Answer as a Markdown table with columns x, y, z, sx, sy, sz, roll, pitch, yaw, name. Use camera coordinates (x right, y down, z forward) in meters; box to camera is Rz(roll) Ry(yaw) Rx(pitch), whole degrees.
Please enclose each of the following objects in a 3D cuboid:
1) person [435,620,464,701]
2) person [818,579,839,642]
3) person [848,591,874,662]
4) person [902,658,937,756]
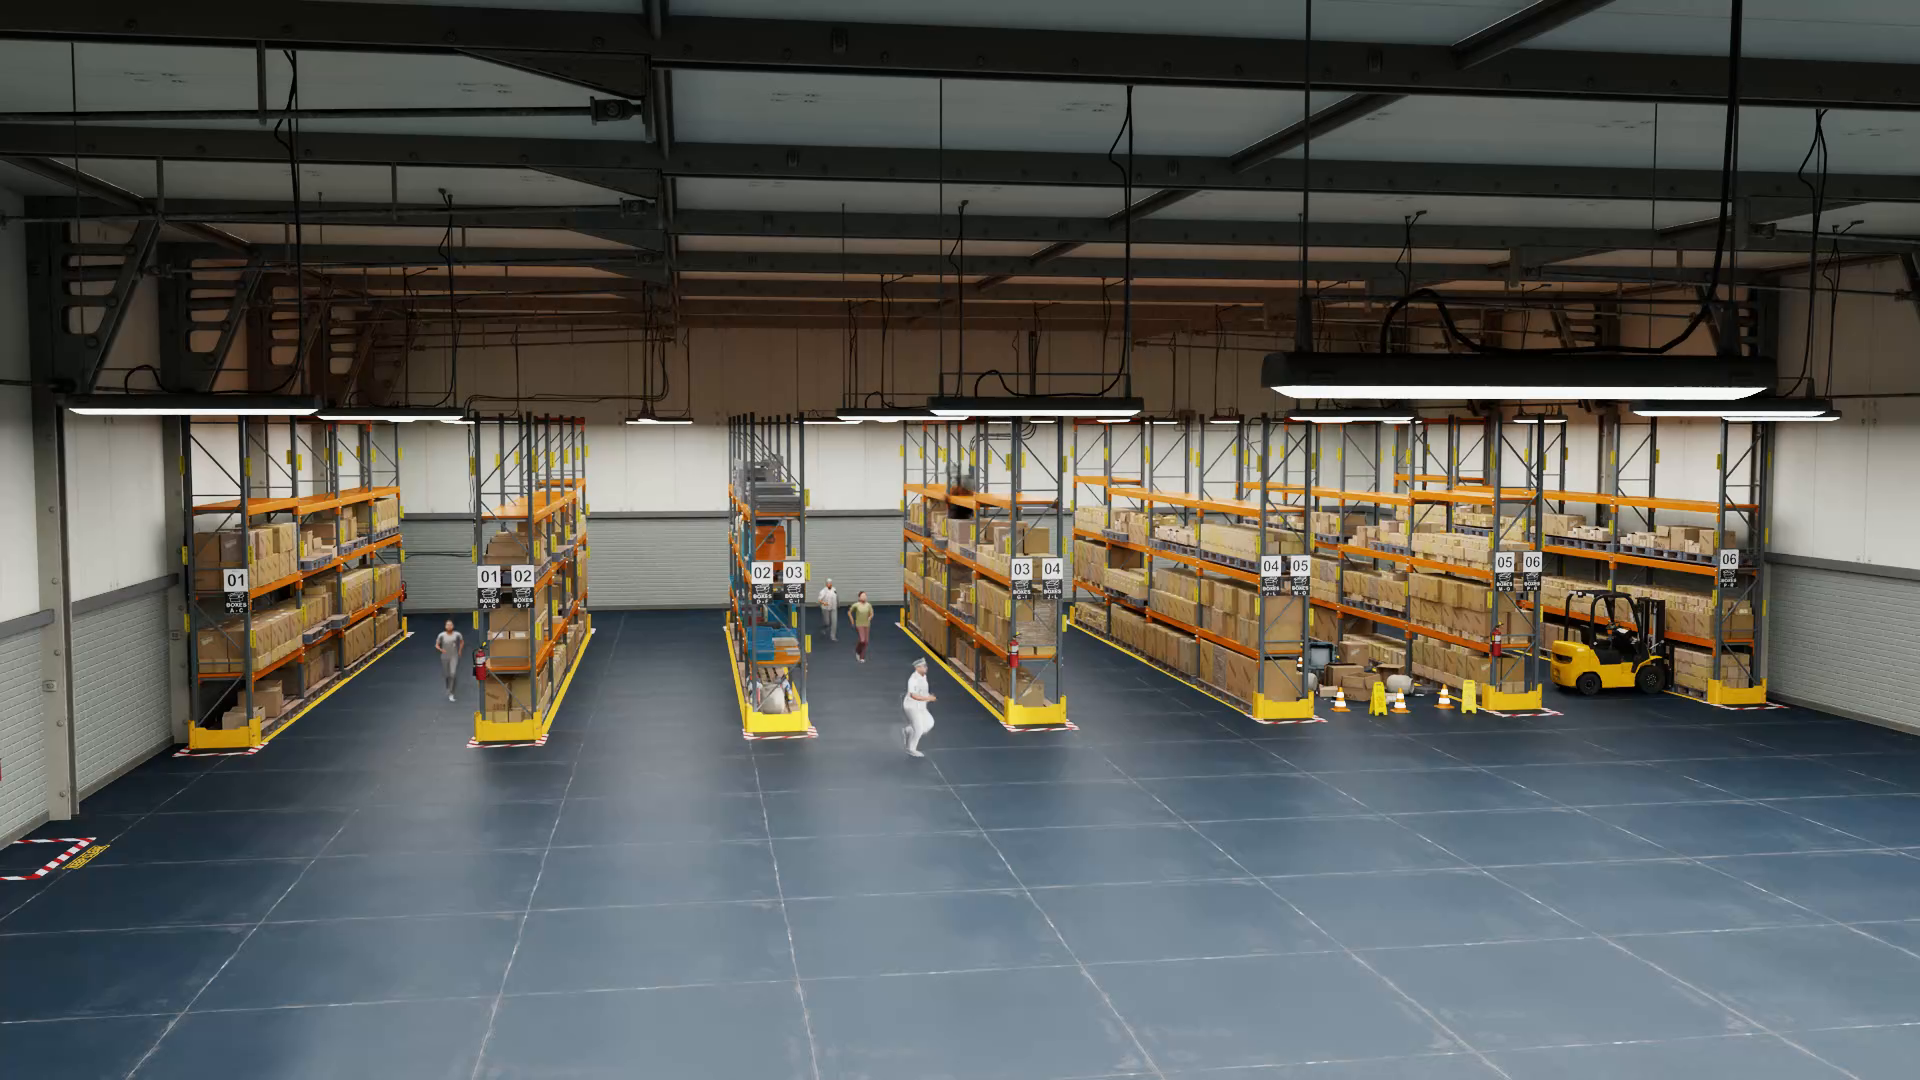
| x | y | z | sx | sy | sz | roll | pitch | yaw | name |
| --- | --- | --- | --- | --- | --- | --- | --- | --- | --- |
| -10.748 | 2.508 | 35.015 | 0.567 | 1.676 | 0.899 | -1 | 4 | -13 | person |
| -3.513 | 1.872 | 44.662 | 0.607 | 1.659 | 0.840 | -2 | 4 | -26 | person |
| -2.234 | 2.008 | 38.296 | 0.566 | 1.653 | 0.549 | -2 | 4 | -24 | person |
| -0.696 | 2.901 | 28.953 | 0.672 | 1.731 | 0.706 | 1 | 4 | 18 | person |
